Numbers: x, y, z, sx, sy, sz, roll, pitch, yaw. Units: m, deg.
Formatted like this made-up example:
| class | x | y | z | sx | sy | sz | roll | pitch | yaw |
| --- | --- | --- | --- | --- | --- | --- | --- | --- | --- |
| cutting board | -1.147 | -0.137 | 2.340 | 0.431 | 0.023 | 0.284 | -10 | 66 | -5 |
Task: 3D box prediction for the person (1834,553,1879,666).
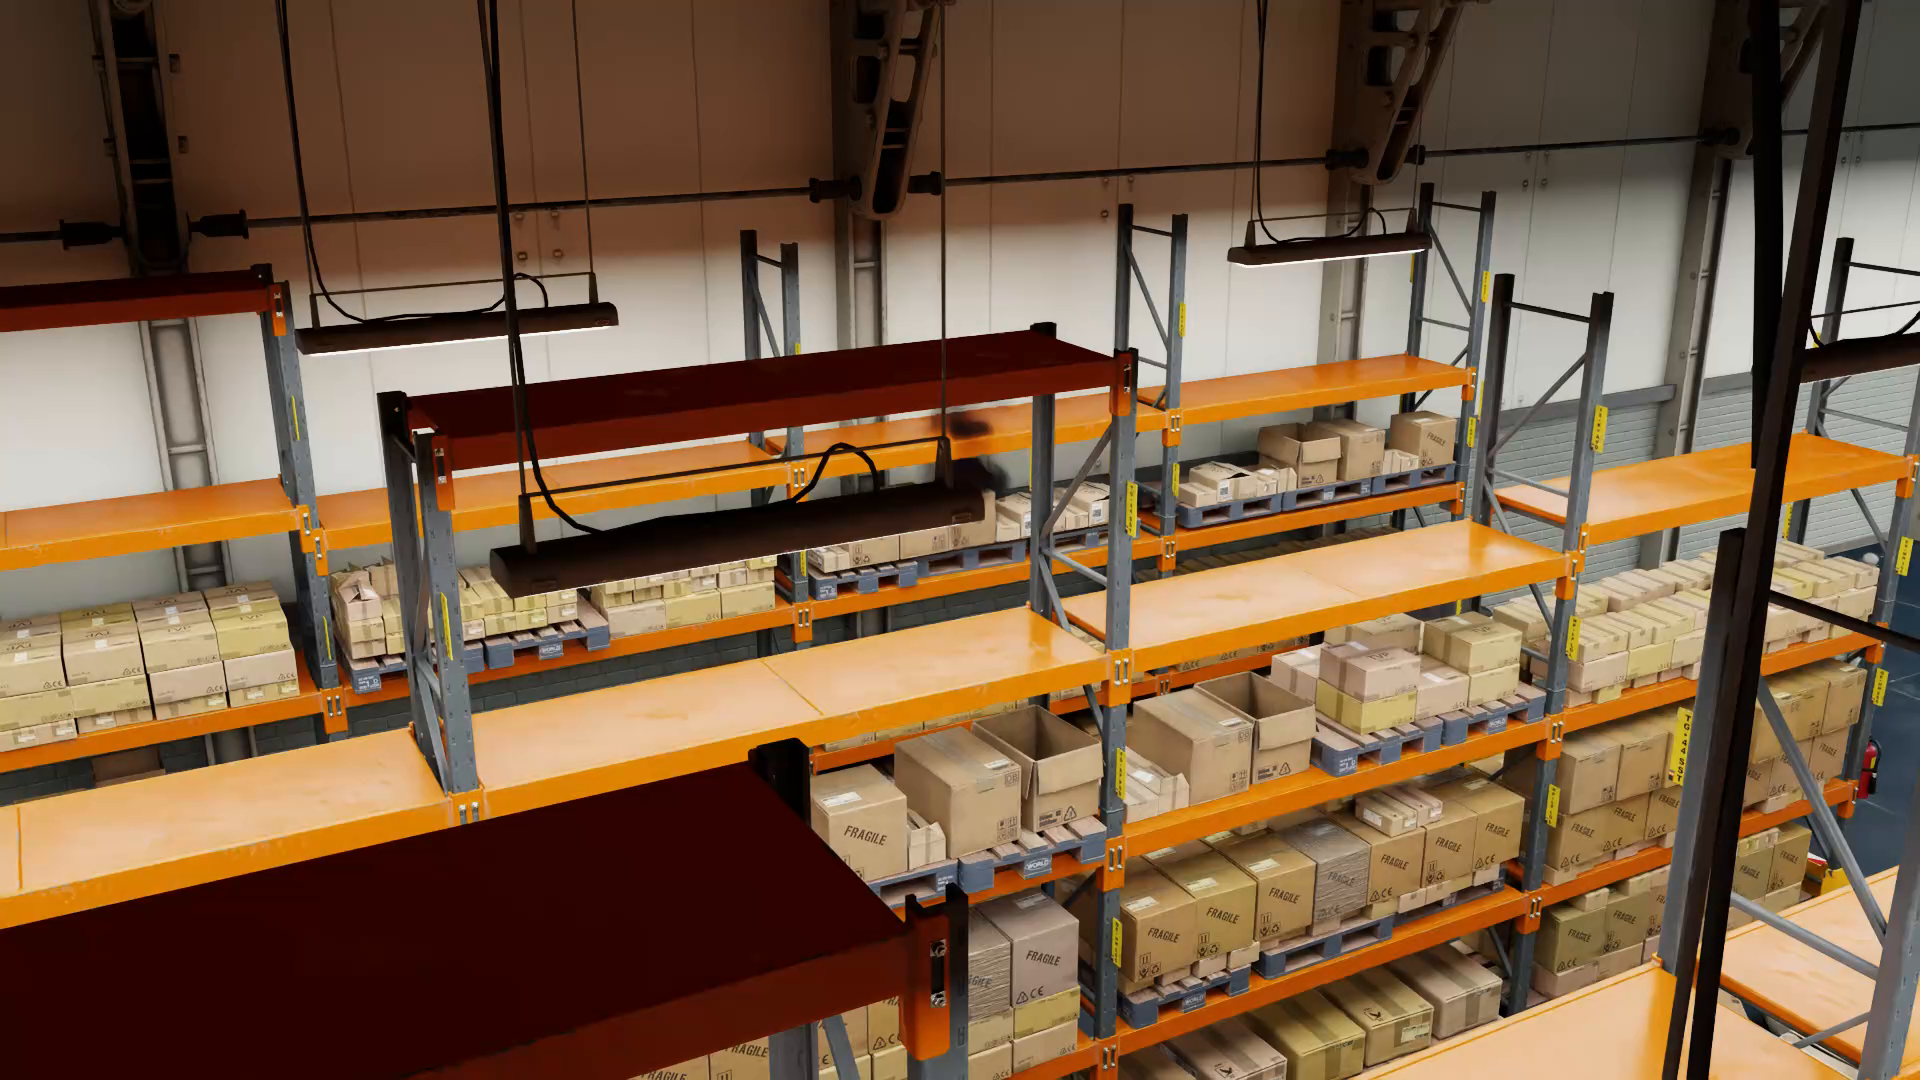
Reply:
| class | x | y | z | sx | sy | sz | roll | pitch | yaw |
| --- | --- | --- | --- | --- | --- | --- | --- | --- | --- |
| person | 10.839 | 0.927 | 20.062 | 0.579 | 1.648 | 0.642 | 17 | 25 | 42 |
